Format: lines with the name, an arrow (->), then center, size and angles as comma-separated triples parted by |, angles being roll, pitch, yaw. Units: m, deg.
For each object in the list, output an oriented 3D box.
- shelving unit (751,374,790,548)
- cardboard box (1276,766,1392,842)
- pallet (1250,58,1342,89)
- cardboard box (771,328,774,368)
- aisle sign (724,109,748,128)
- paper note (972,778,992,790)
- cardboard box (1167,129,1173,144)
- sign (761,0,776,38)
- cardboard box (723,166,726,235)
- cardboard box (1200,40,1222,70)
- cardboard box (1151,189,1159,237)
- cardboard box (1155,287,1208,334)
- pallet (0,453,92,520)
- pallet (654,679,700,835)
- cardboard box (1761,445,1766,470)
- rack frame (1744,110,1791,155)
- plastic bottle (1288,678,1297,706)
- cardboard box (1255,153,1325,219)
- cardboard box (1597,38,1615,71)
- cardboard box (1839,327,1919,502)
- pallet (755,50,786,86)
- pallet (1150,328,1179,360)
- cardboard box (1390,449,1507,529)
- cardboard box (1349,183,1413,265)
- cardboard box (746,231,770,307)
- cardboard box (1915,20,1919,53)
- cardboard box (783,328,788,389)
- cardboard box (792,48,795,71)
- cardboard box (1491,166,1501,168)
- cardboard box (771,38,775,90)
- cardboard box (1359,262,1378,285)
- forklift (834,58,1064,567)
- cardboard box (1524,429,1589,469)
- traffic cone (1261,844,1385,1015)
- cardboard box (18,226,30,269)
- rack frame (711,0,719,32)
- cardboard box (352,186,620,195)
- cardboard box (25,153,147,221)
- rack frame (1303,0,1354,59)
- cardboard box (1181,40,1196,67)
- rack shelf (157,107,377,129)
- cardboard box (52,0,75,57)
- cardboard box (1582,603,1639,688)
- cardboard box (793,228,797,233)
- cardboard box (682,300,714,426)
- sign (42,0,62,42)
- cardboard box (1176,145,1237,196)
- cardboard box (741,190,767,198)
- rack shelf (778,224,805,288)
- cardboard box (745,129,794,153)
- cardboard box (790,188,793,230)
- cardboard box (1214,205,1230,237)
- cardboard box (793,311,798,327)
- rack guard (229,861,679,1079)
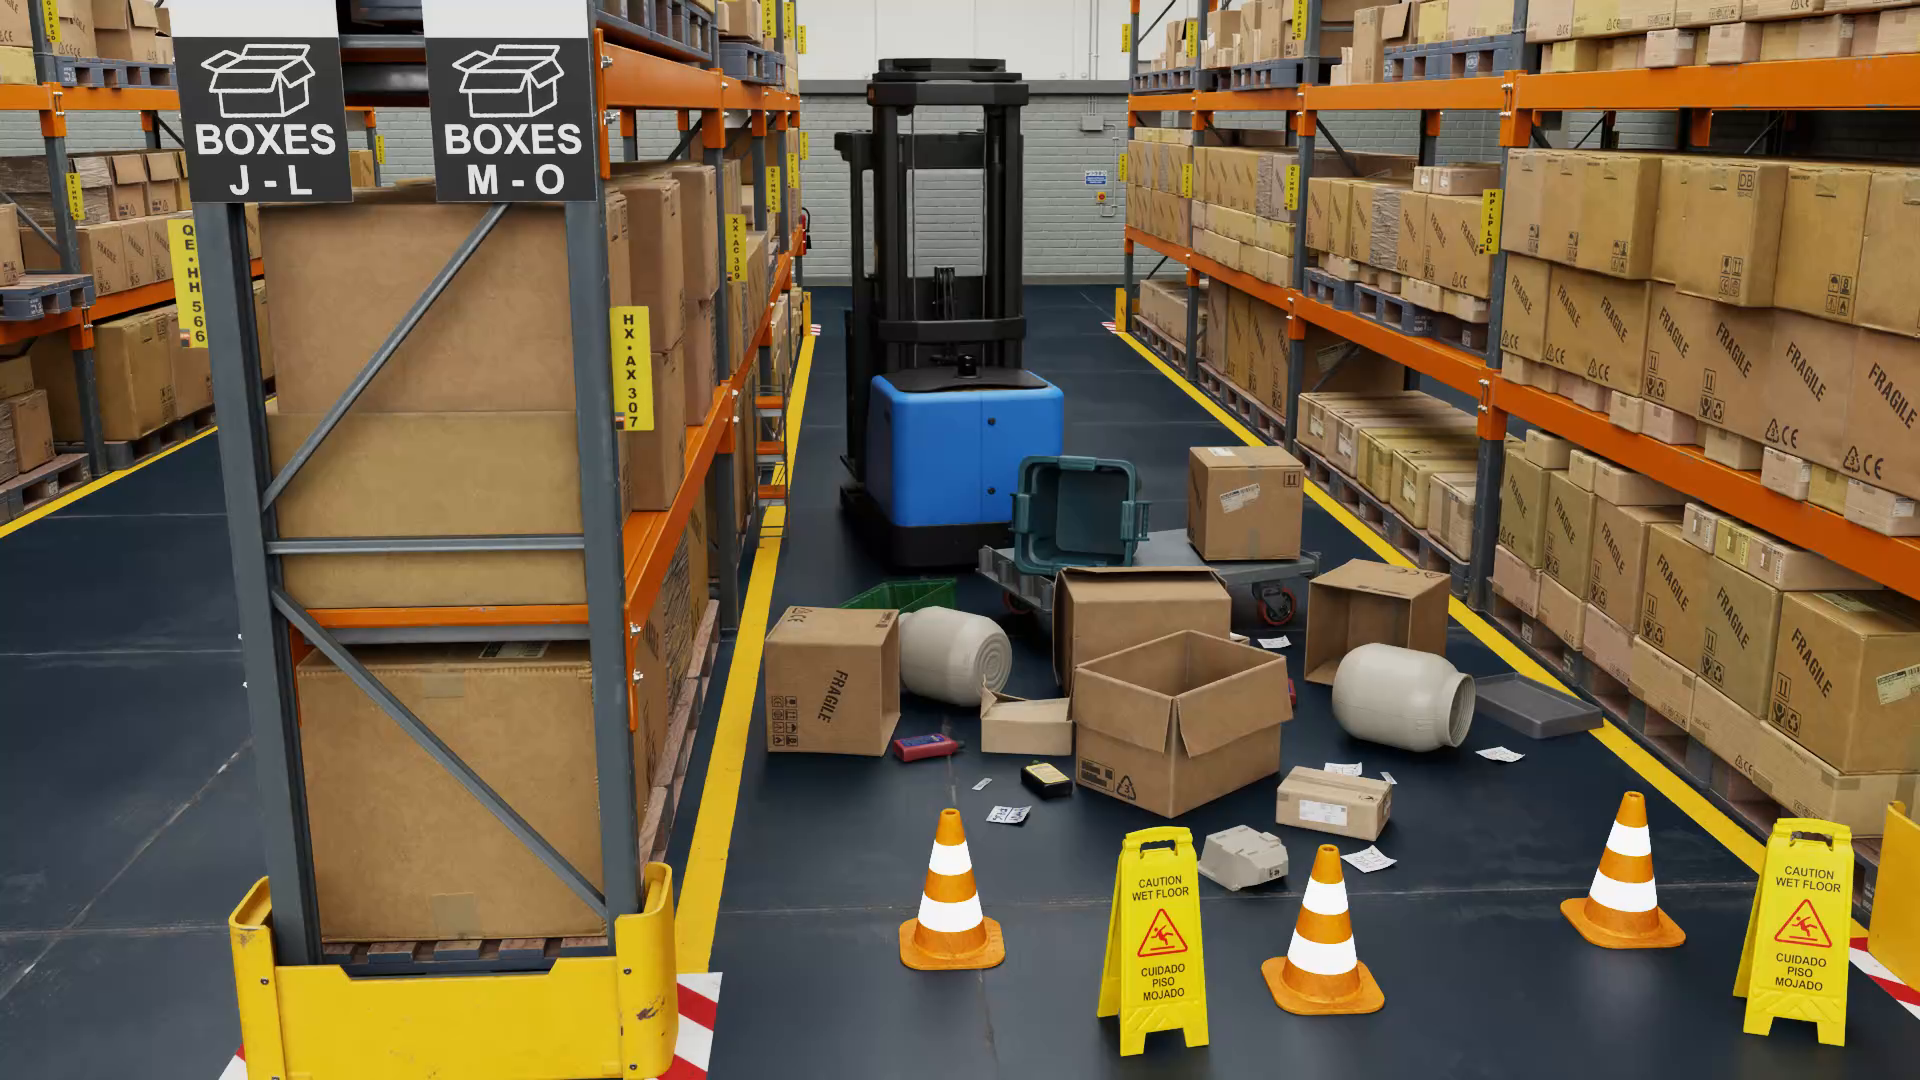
shelving unit -> -1.174, -0.491, 10.326 | 0.215, 1.050, 0.252 | -2, 15, -6
cardboard box -> 1.424, 1.001, 6.336 | 0.380, 0.149, 0.250 | 7, 16, 26
pallet -> 2.933, -3.595, 12.837 | 1.213, 0.211, 1.003 | 0, 14, -1
cardboard box -> -1.709, -1.504, 13.021 | 0.500, 0.250, 0.500 | -2, 15, -6
aisle sign -> -2.708, -5.235, 19.635 | 0.394, 0.787, 0.004 | -1, 14, -3
paper note -> 0.090, 0.982, 6.690 | 0.032, 0.001, 0.123 | 7, 16, 26
cardboard box -> 2.425, -4.306, 17.735 | 0.380, 0.149, 0.250 | -1, 14, -5
sign -> -1.354, -3.721, 11.751 | 0.100, 0.325, 0.005 | -1, 14, -3
cardboard box -> -1.792, -2.013, 10.124 | 0.700, 0.500, 0.500 | -1, 14, -4
cardboard box -> 2.460, -4.530, 15.521 | 0.396, 0.266, 0.258 | -1, 14, -4
cardboard box -> 2.394, -3.612, 18.344 | 0.500, 0.500, 0.500 | 0, 14, -2
cardboard box -> 2.736, -2.636, 19.052 | 0.875, 0.438, 0.875 | 0, 14, -2
pallet -> -6.818, -0.376, 11.566 | 1.003, 0.211, 1.213 | -1, 14, -3
pallet -> -1.613, 0.867, 6.733 | 1.003, 0.211, 1.213 | -1, 14, -3
cardboard box -> 3.242, -0.308, 6.206 | 0.380, 0.149, 0.250 | -1, 14, -3
rack frame -> 7.732, -3.147, 16.736 | 1.000, 3.000, 0.127 | -1, 14, -3
plastic bottle -> 1.482, 0.693, 7.708 | 0.133, 0.061, 0.283 | 2, 15, 6
cardboard box -> 2.693, -2.859, 13.411 | 0.500, 0.500, 0.500 | -1, 14, -2
cardboard box -> 3.134, -2.203, 7.554 | 0.380, 0.149, 0.250 | -1, 14, -3
cardboard box -> 3.213, -0.408, 5.294 | 0.500, 0.500, 0.500 | -1, 14, -4
pallet -> -1.815, -3.175, 11.204 | 1.213, 0.211, 1.003 | 0, 14, -1
pallet -> 2.730, -2.213, 18.704 | 1.003, 0.211, 1.213 | -1, 14, -3
cardboard box -> 3.191, -0.319, 10.179 | 0.950, 0.372, 0.625 | 0, 14, 0
cardboard box -> 2.902, -2.093, 11.002 | 0.500, 0.500, 0.500 | -1, 14, -2
cardboard box -> -1.612, -1.913, 11.742 | 0.500, 0.500, 0.500 | -1, 14, -3
cardboard box -> 3.172, -1.561, 5.060 | 0.380, 0.149, 0.250 | -1, 14, -3
cardboard box -> -1.827, -1.653, 15.103 | 0.500, 0.500, 0.500 | -1, 14, -5
cardboard box -> -2.059, -5.219, 18.070 | 0.500, 0.250, 0.500 | -1, 14, -3
cardboard box -> 3.428, -2.180, 10.039 | 0.380, 0.149, 0.250 | 0, 14, 0
cardboard box -> -1.752, -3.868, 13.321 | 0.500, 0.500, 0.500 | -1, 14, -3
cardboard box -> 2.905, -1.805, 11.184 | 0.380, 0.149, 0.250 | 0, 14, 0
forklift -> -0.199, -1.585, 10.803 | 1.130, 2.935, 3.031 | -3, 15, -12
cardboard box -> 2.989, -0.446, 8.107 | 0.380, 0.149, 0.250 | -1, 14, -3
traffic cone -> 1.121, 1.159, 5.095 | 0.336, 0.463, 0.334 | -1, 14, -3
cardboard box -> -7.143, -2.089, 12.424 | 0.500, 0.500, 0.500 | 0, 14, -2
rack frame -> -1.660, -3.883, 7.560 | 1.000, 3.000, 0.127 | -1, 14, -3
cardboard box -> -1.523, -0.807, 5.175 | 0.875, 0.550, 0.550 | -1, 14, -3
cardboard box -> -6.932, -2.800, 13.174 | 0.797, 0.503, 0.637 | -1, 14, -2
rack frame -> 3.026, -4.980, 11.821 | 1.000, 3.000, 0.127 | -1, 14, -3
cardboard box -> 2.419, -4.862, 16.611 | 0.396, 0.266, 0.258 | 0, 14, -2
rack shelf -> -7.237, -4.518, 17.489 | 1.077, 0.370, 4.000 | -1, 14, -3
cardboard box -> -6.975, -3.778, 12.120 | 0.797, 0.503, 0.637 | 0, 14, 0
cardboard box -> 3.121, 0.464, 7.378 | 0.500, 0.250, 0.500 | -1, 14, -4
cardboard box -> -2.054, -3.576, 18.910 | 0.380, 0.149, 0.250 | 0, 14, -2
cardboard box -> -1.569, -0.823, 7.403 | 0.875, 0.550, 0.550 | -1, 14, -3
sign -> -6.323, -3.632, 11.566 | 0.100, 0.325, 0.005 | -1, 14, -3
cardboard box -> 2.473, -3.715, 16.737 | 0.500, 0.500, 0.500 | -1, 14, -4
cardboard box -> -1.877, -2.983, 14.568 | 0.380, 0.149, 0.250 | -1, 14, -5
rack shelf -> -2.280, -3.117, 18.063 | 1.077, 0.370, 4.000 | -1, 14, -3
cardboard box -> -1.989, -4.015, 17.306 | 0.500, 0.500, 0.500 | -1, 14, -3
cardboard box -> -1.973, -3.410, 16.962 | 0.500, 0.500, 0.500 | -1, 14, -3
cardboard box -> 2.589, -2.870, 14.957 | 0.500, 0.250, 0.500 | -1, 14, -3
cardboard box -> -1.965, -2.412, 18.164 | 0.380, 0.149, 0.250 | -1, 14, -3
rack guard -> -1.411, 1.233, 4.729 | 1.175, 0.500, 0.348 | -1, 14, -3
